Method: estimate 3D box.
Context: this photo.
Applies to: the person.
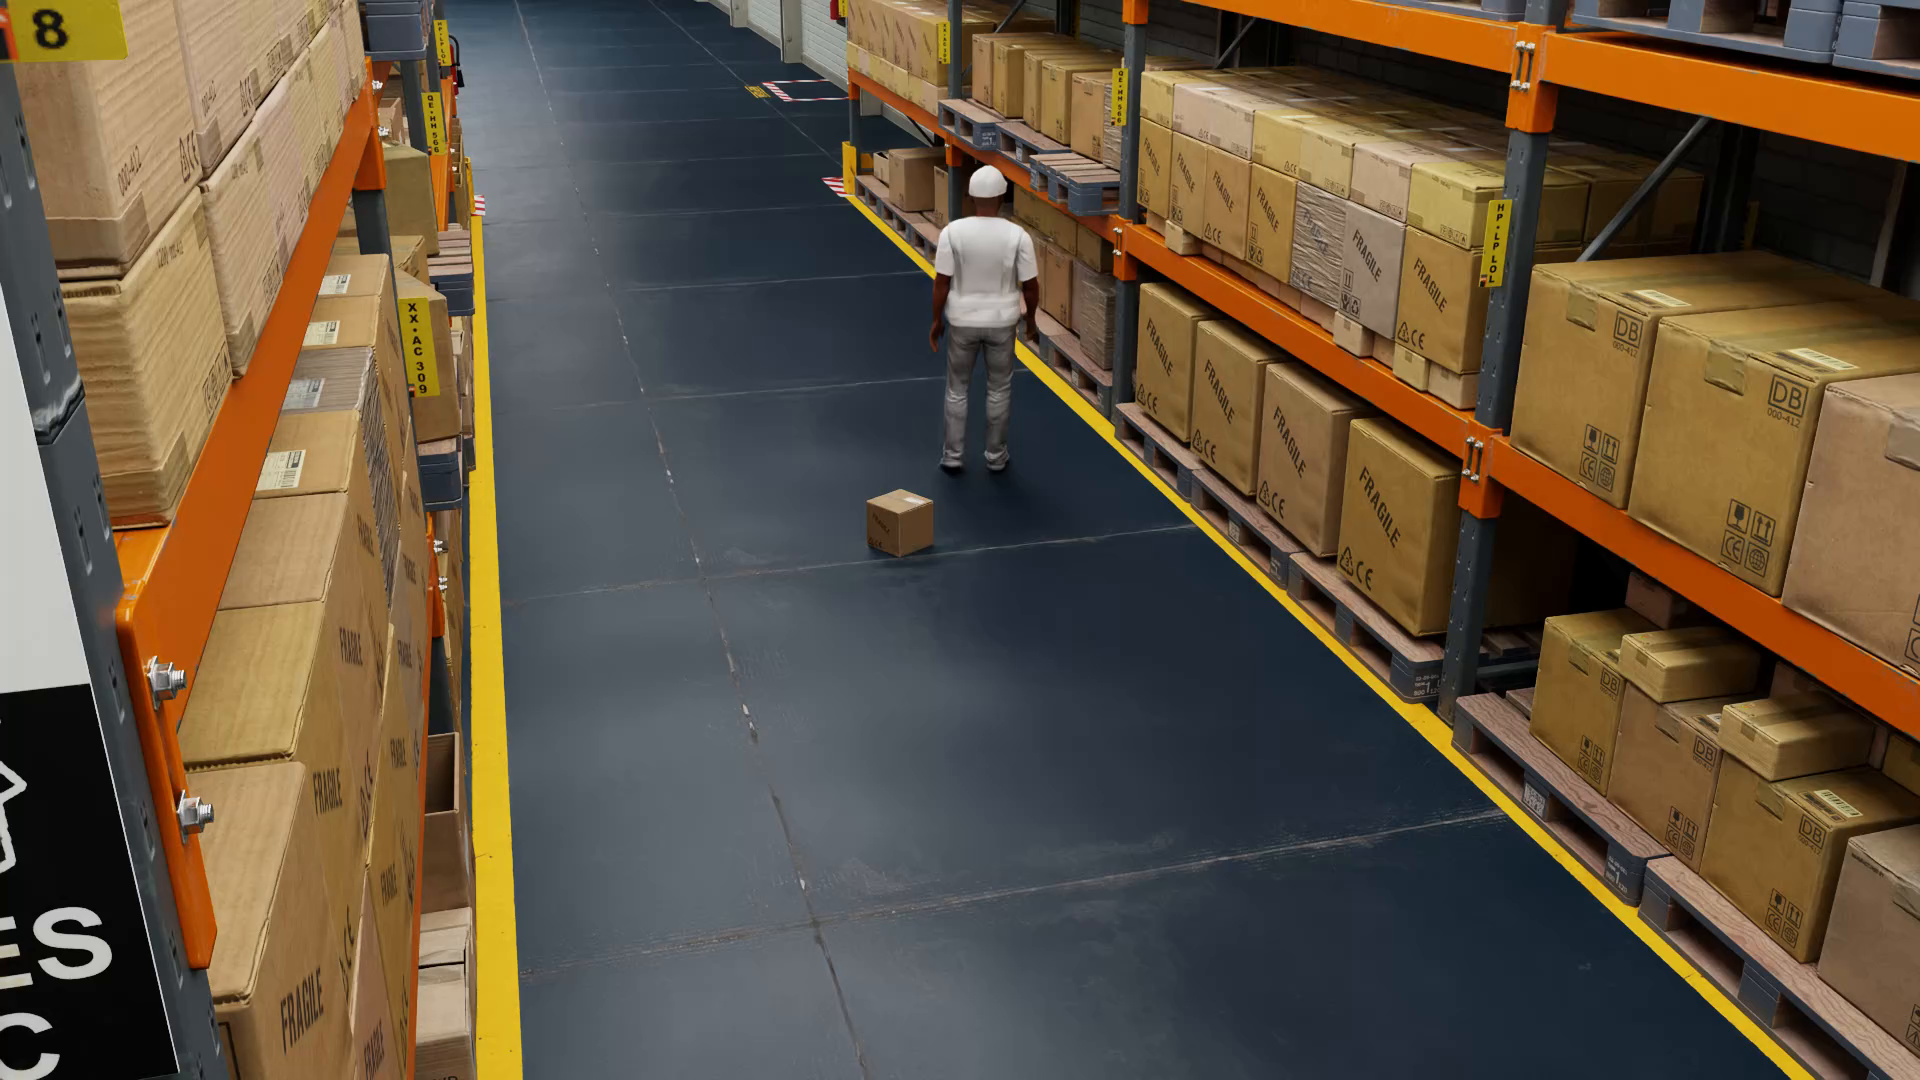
[{"bbox_3d":[0.138,-1.227,9.466,0.614,1.815,0.456,1,23,3],"label":"person"}]
